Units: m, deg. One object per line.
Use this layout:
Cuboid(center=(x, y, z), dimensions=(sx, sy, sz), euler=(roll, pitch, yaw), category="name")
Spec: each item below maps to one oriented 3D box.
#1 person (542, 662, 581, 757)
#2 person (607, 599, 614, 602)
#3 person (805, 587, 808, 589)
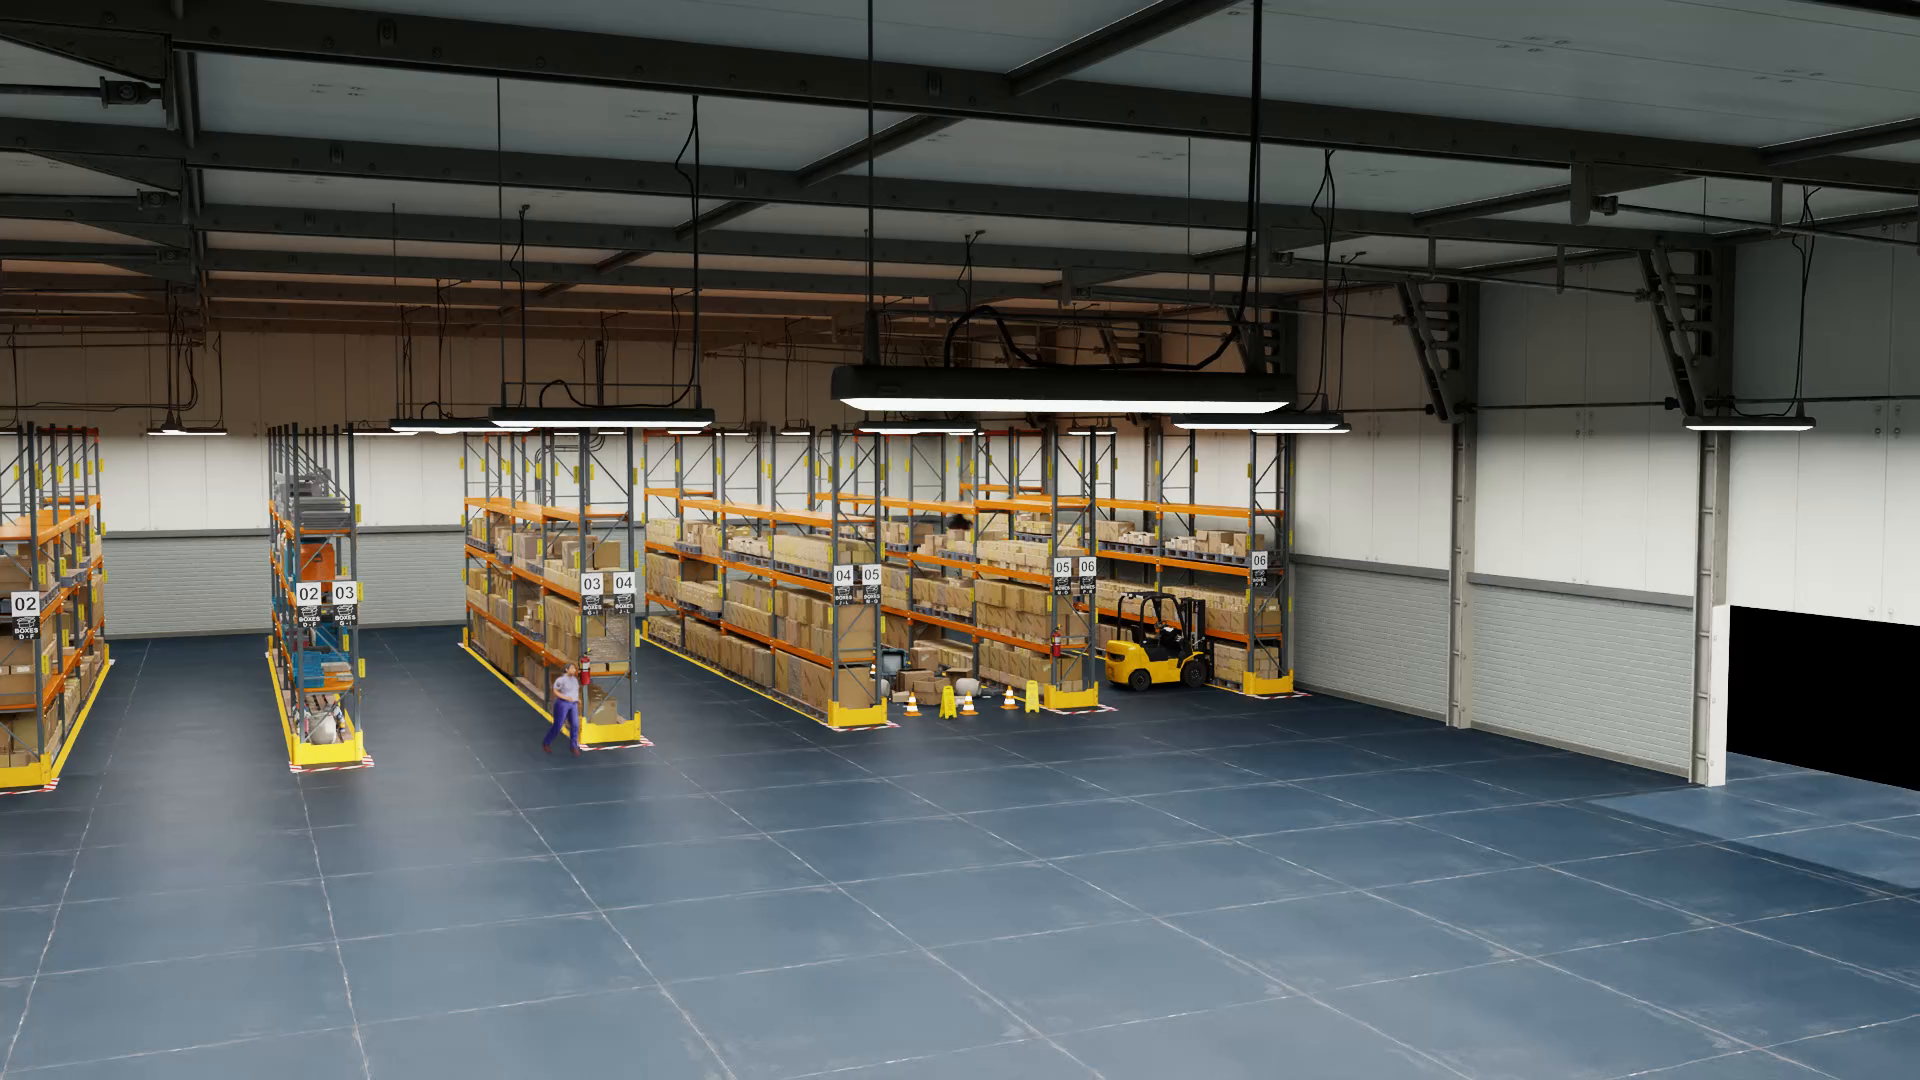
Cuboid(center=(-7.122, 3.057, 30.201), dimensions=(0.829, 1.662, 0.680), euler=(2, 4, 34), category="person")
Cuboid(center=(-10.121, 2.032, 47.333), dimensions=(0.652, 1.645, 0.714), euler=(1, 4, 22), category="person")
Cuboid(center=(-4.545, 1.729, 51.299), dimensions=(0.990, 1.610, 0.678), euler=(0, 4, -7), category="person")
